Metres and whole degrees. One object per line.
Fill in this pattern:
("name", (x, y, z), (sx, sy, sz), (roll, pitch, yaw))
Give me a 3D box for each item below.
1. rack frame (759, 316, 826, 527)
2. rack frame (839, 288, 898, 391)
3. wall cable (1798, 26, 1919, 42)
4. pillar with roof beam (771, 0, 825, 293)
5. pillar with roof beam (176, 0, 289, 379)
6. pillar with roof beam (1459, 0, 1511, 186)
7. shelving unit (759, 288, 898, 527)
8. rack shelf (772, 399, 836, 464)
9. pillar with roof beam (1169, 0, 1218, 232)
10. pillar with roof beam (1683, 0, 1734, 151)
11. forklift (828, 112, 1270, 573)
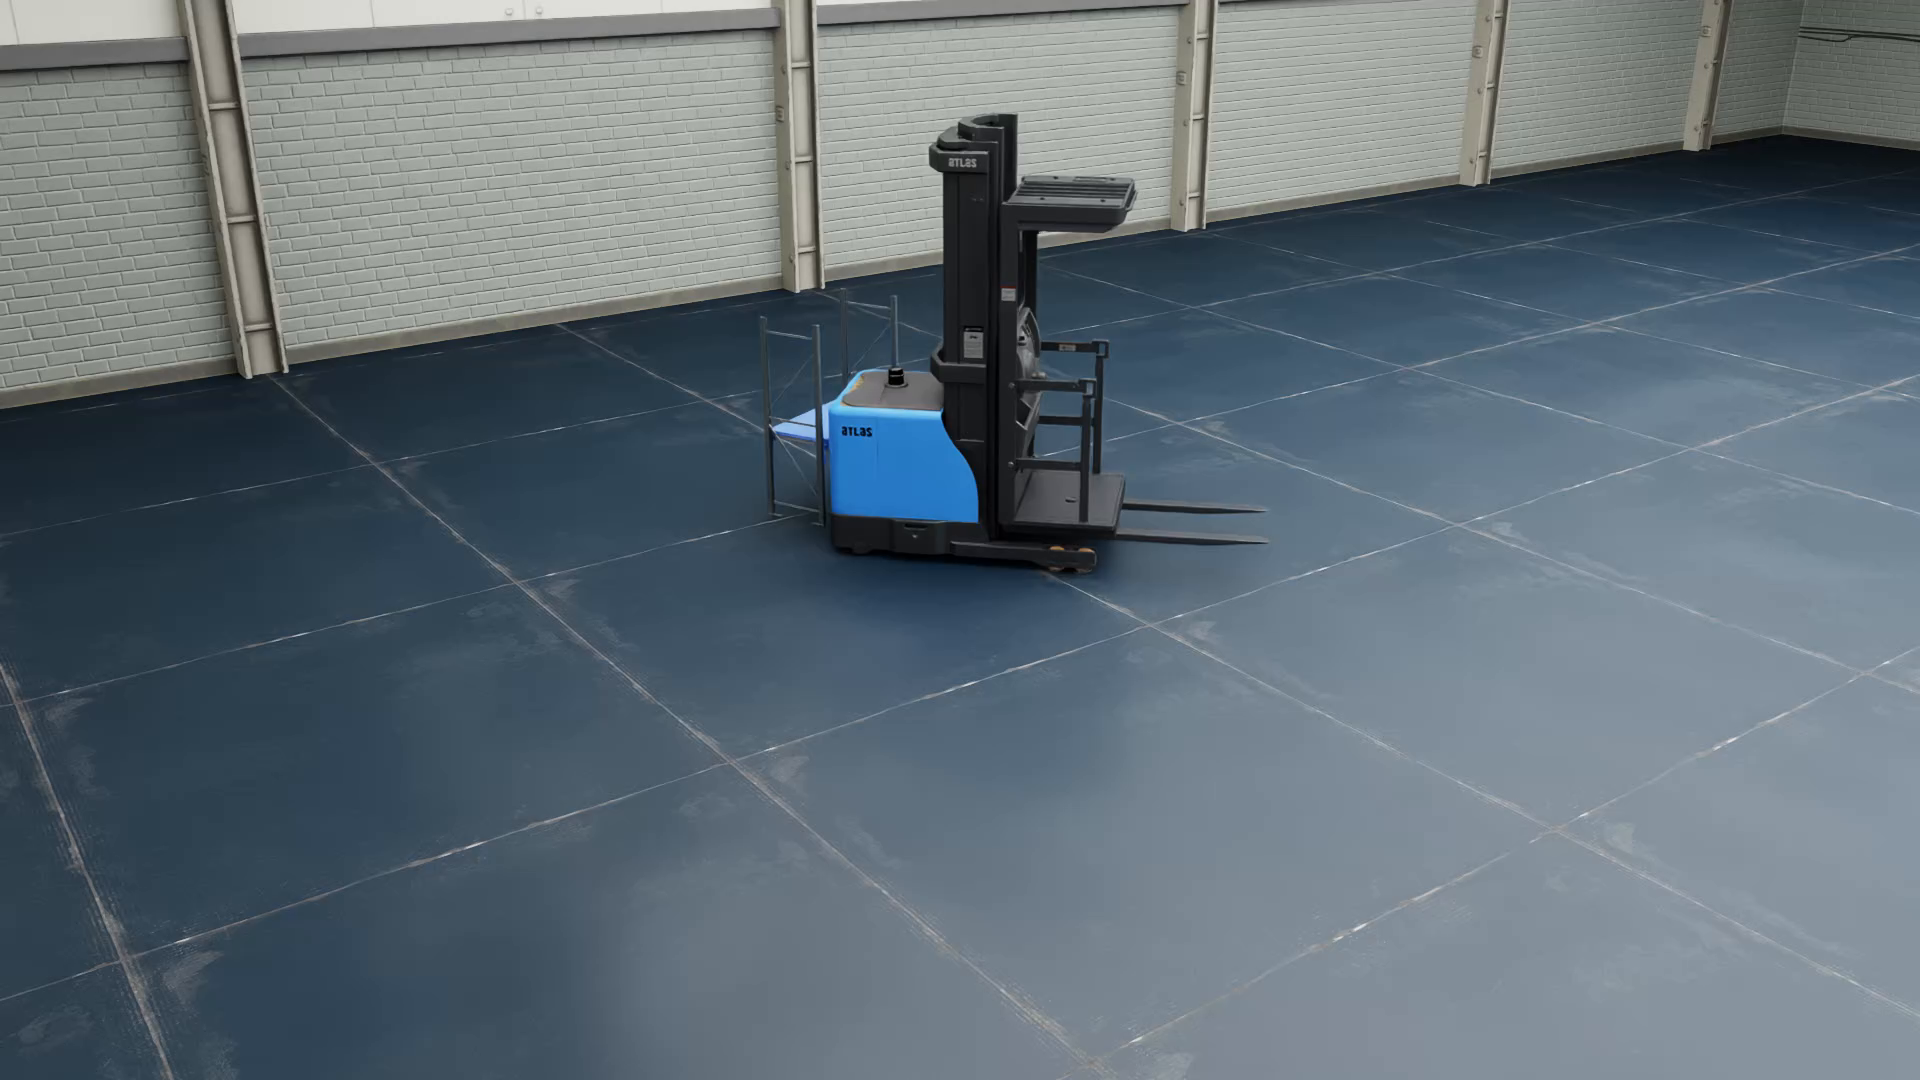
("rack frame", (-1.204, -0.846, 11.990), (0.500, 1.500, 0.032), (12, 25, 28))
("rack frame", (-0.692, -1.171, 12.806), (0.500, 1.500, 0.032), (12, 25, 28))
("wall cable", (15.972, -9.783, 28.461), (0.112, 2.526, 3.097), (-15, 26, -33))
("pillar with roof beam", (0.711, -5.794, 14.275), (0.400, 9.000, 9.100), (-15, 26, -33))
("pillar with roof beam", (-4.160, -4.495, 11.020), (0.400, 9.000, 9.100), (-15, 26, -33))
("pillar with roof beam", (10.452, -8.391, 20.784), (0.400, 9.000, 9.100), (-15, 26, -33))
("shelving unit", (-0.948, -1.008, 12.398), (0.538, 1.500, 1.048), (12, 25, 28))
("rack shelf", (-0.948, -0.841, 12.465), (0.538, 0.185, 1.000), (12, 25, 28))
("pillar with roof beam", (5.581, -7.093, 17.529), (0.400, 9.000, 9.100), (-15, 26, -33))
("pillar with roof beam", (15.322, -9.690, 24.038), (0.400, 9.000, 9.100), (-15, 26, -33))
("forklift", (0.653, -1.350, 11.325), (3.031, 2.935, 1.130), (3, 22, 9))
